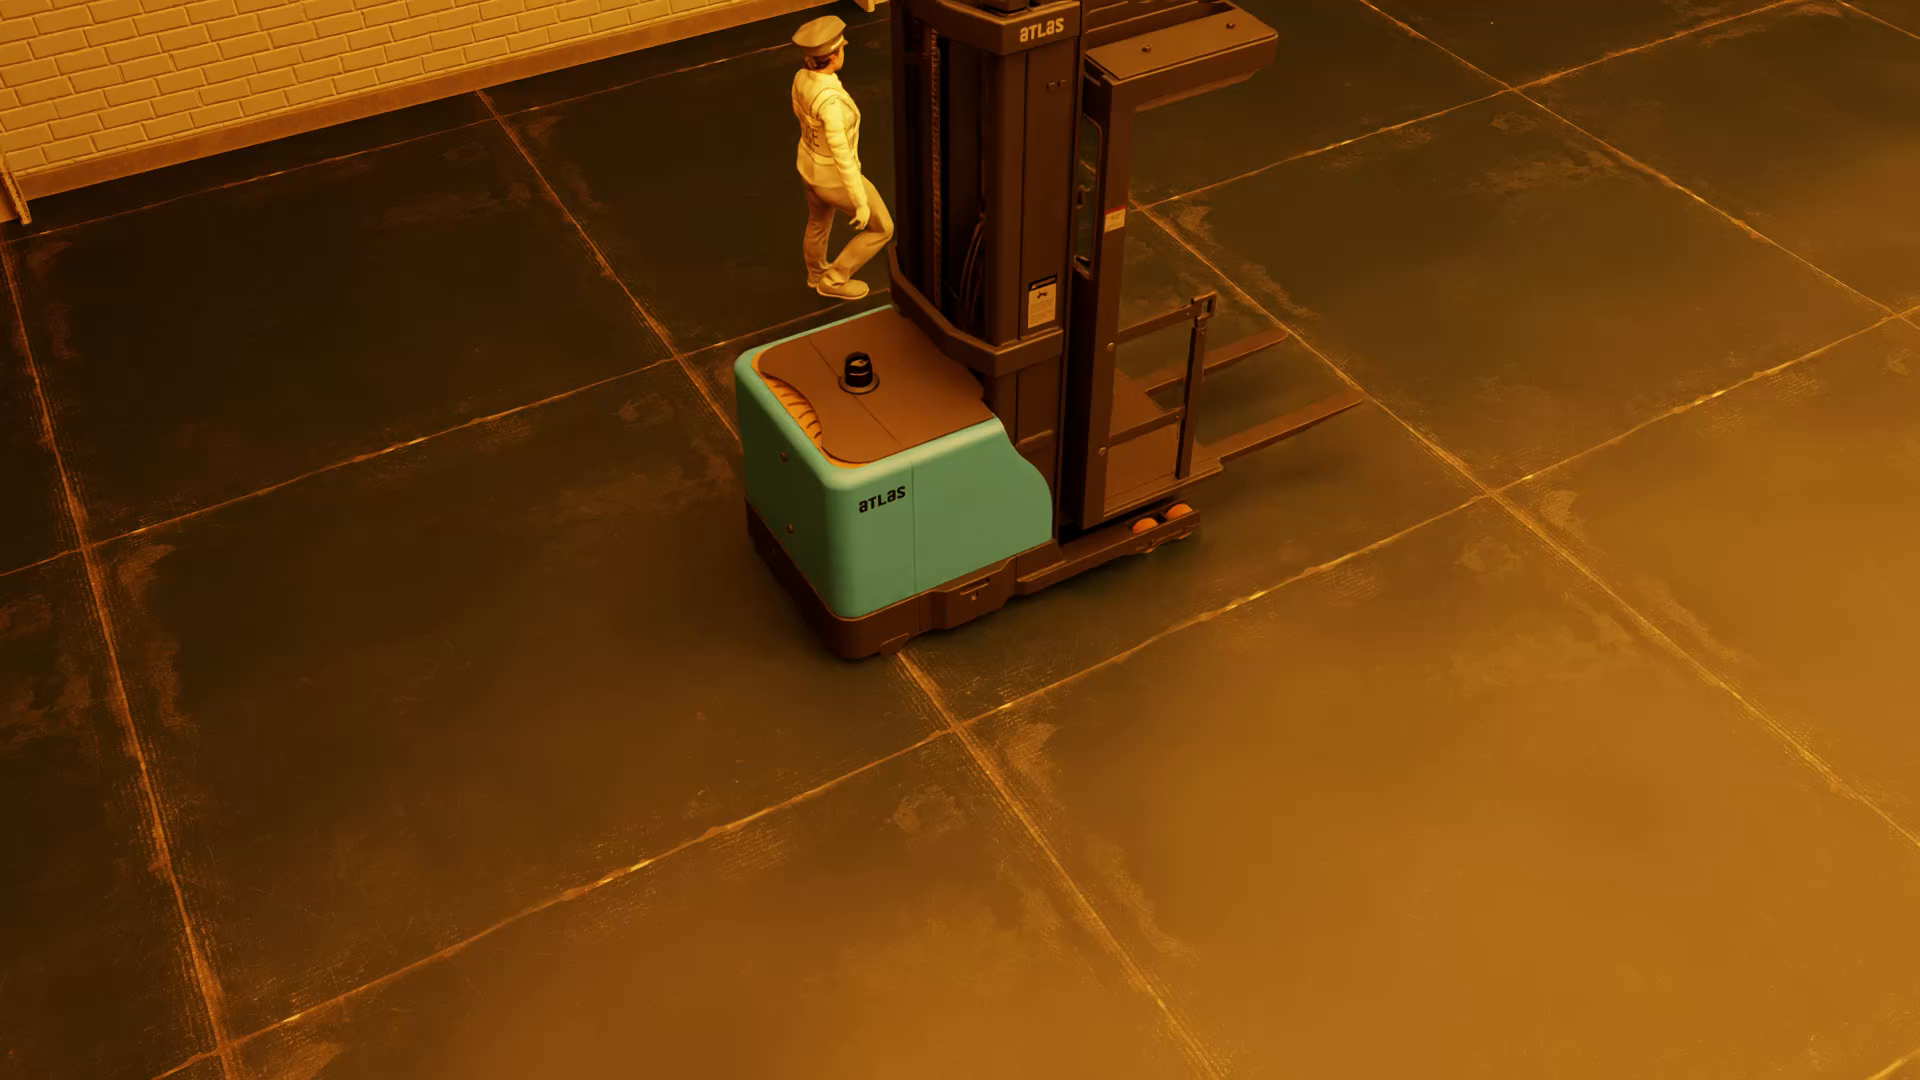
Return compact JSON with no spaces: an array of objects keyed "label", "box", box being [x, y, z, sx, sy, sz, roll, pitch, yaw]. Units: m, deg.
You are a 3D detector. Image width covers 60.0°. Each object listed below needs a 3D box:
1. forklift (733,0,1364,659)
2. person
[{"label":"forklift","box":[0.543,-1.303,7.103,3.031,2.935,1.130,-22,47,-22]},{"label":"person","box":[-0.617,-1.896,8.563,0.439,1.665,0.707,-20,46,-20]}]
